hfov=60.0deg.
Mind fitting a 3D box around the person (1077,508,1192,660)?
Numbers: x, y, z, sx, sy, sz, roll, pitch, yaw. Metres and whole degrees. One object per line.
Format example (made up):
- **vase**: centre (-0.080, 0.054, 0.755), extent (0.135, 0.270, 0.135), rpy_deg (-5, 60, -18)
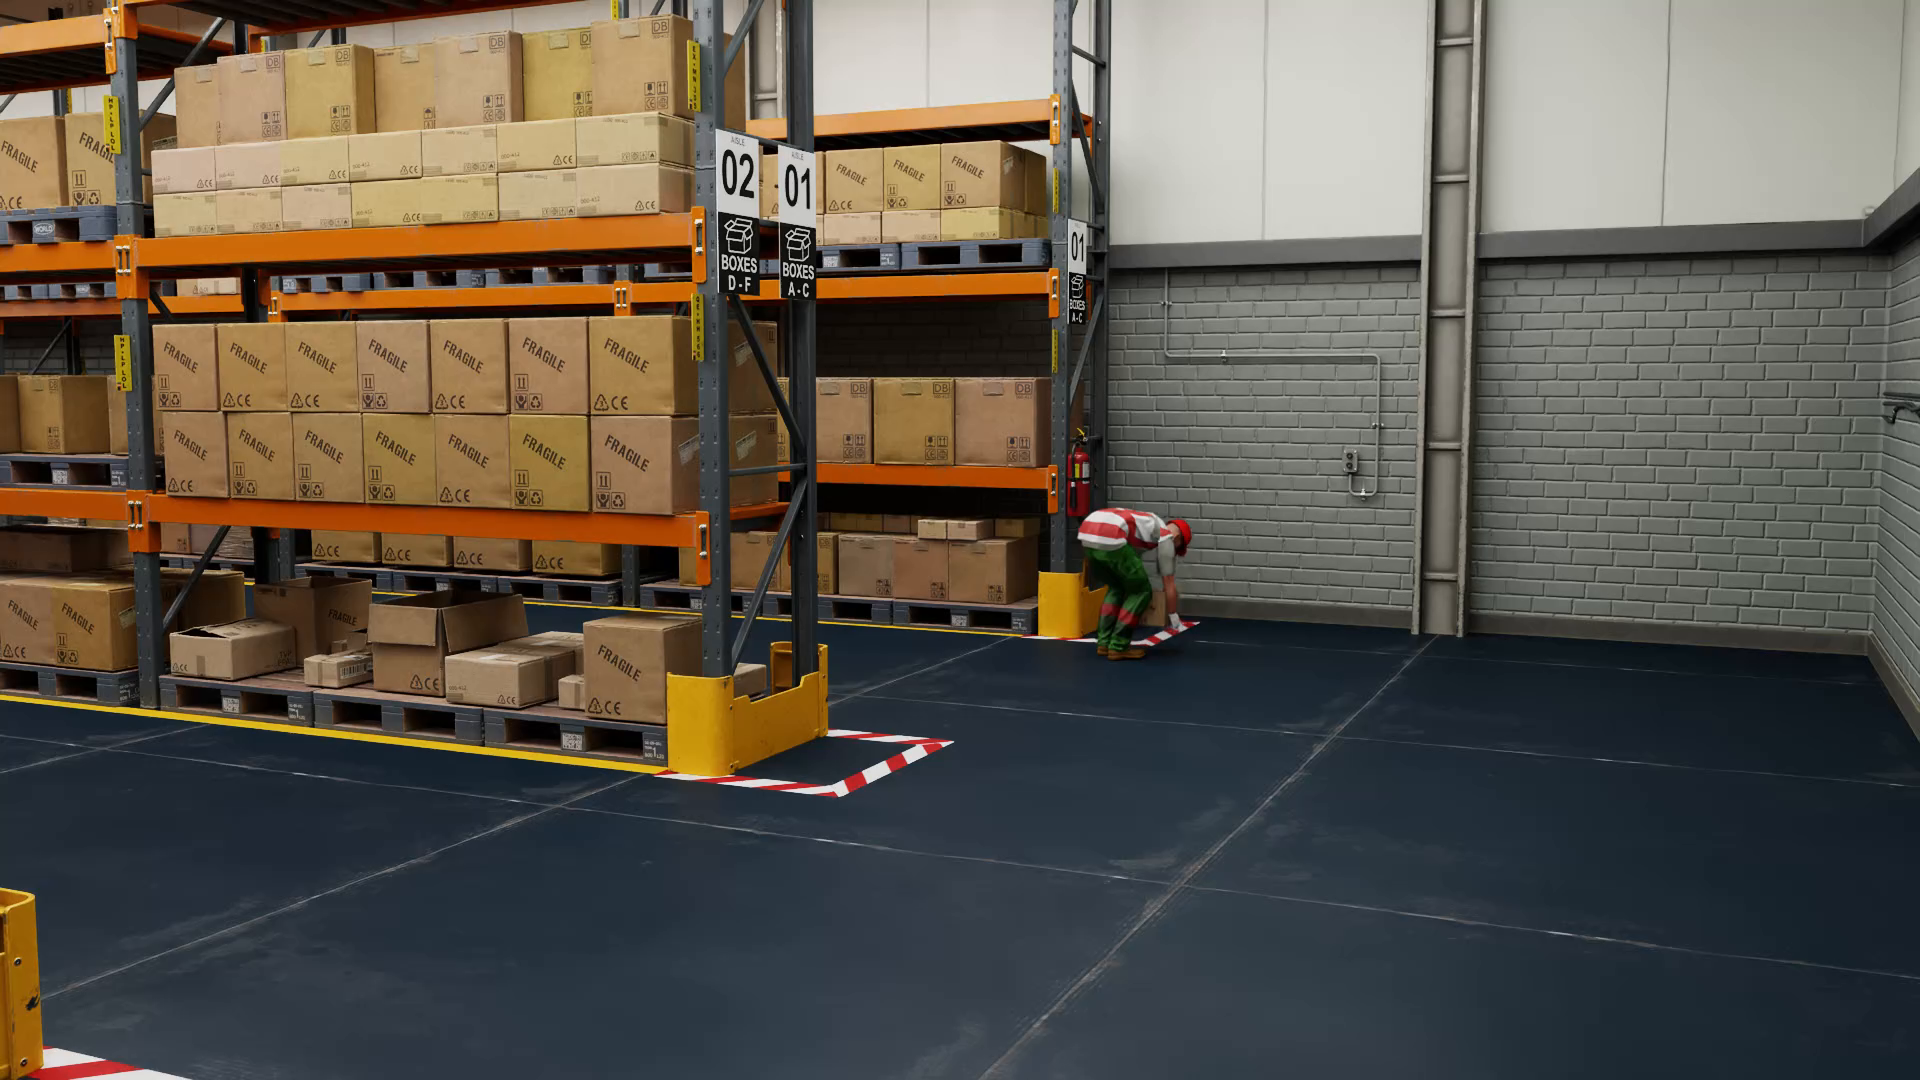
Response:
- **person**: centre (1.302, 0.293, 12.012), extent (0.961, 1.073, 0.503), rpy_deg (-3, 6, -31)
